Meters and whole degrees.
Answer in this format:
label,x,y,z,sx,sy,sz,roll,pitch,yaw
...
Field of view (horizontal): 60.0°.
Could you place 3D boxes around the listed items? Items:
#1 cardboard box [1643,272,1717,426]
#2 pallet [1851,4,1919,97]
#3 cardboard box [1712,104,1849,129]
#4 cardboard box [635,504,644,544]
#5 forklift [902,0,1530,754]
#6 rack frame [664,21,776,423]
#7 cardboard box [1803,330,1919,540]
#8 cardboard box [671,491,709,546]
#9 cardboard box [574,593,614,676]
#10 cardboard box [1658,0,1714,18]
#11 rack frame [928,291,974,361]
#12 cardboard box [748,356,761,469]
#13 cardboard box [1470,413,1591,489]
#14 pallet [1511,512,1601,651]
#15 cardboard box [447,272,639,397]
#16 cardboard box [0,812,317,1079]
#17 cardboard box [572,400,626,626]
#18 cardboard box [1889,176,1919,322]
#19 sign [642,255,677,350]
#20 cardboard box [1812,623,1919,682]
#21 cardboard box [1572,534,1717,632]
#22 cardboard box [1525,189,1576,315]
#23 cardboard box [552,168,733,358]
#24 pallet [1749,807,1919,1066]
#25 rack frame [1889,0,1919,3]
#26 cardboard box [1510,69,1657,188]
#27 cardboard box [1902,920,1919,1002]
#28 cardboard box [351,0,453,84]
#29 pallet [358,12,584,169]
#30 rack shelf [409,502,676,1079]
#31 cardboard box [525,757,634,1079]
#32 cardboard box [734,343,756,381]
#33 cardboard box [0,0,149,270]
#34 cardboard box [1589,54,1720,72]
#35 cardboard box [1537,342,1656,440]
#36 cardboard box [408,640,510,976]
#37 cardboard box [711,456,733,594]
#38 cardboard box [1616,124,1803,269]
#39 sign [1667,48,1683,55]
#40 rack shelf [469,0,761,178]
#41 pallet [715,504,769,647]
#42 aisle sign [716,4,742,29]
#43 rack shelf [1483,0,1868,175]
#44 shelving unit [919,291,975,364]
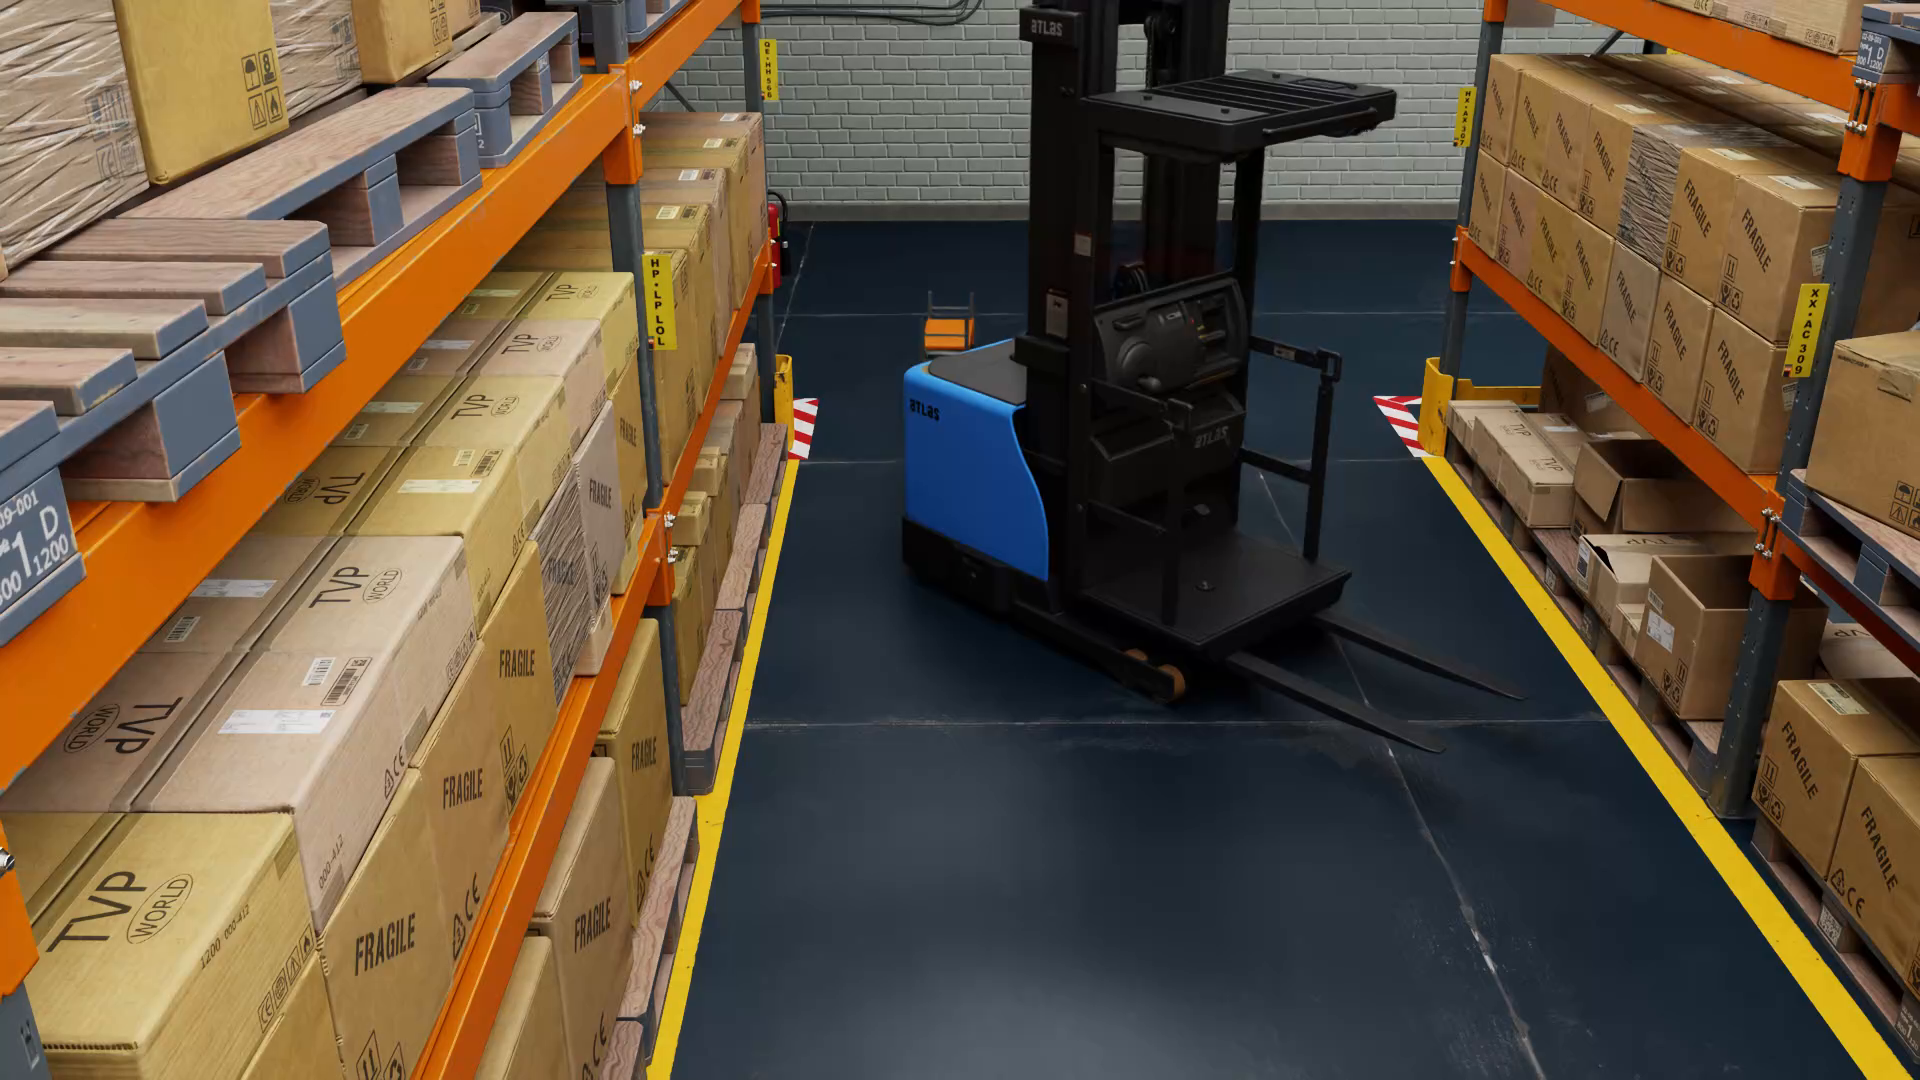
label,x,y,z,sx,sy,sz,roll,pitch,yaw
cardboard box,3.136,-0.781,6.715,0.500,0.500,0.500,0,24,1
pallet,3.342,-1.330,4.638,1.213,0.211,1.003,0,24,-1
cardboard box,3.663,-1.652,7.427,0.500,0.500,0.500,0,24,1
cardboard box,-1.262,-0.051,5.502,0.380,0.149,0.250,0,24,0
forklift,1.073,-0.867,7.109,1.130,2.935,3.031,-21,31,-38
rack frame,-1.592,-1.942,9.404,1.000,3.000,0.127,0,24,-1
cardboard box,3.186,-0.358,5.272,0.700,0.500,0.500,-9,26,-18
cardboard box,-1.275,-0.092,7.051,0.380,0.149,0.250,1,24,1
cardboard box,-1.216,0.269,4.796,0.380,0.149,0.250,0,24,-1
cardboard box,3.125,-2.227,6.577,0.500,0.250,0.500,0,24,-1
rack frame,-0.049,-0.752,8.956,0.240,1.200,0.015,1,24,3
cardboard box,-1.484,-0.707,9.196,0.700,0.500,0.500,0,24,-1
cardboard box,3.089,-0.482,8.979,0.500,0.250,0.500,0,24,-1
pallet,3.382,0.166,8.127,1.003,0.211,1.213,0,24,-1
cardboard box,-1.288,-0.635,5.096,0.500,0.250,0.500,0,24,1
cardboard box,-1.252,0.622,2.317,0.500,0.250,0.500,0,24,1
cardboard box,-1.276,-0.085,4.791,0.500,0.500,0.500,0,24,0
cardboard box,3.681,-1.014,6.018,0.500,0.500,0.500,0,24,1
sign,-1.006,-0.792,5.552,0.100,0.325,0.005,0,24,-1
cardboard box,3.617,0.533,6.661,0.500,0.311,0.500,0,24,-1
cardboard box,3.107,0.164,7.476,0.500,0.311,0.500,0,24,-1
cardboard box,3.116,-1.408,8.102,0.500,0.500,0.500,0,24,-1
cardboard box,-1.558,-1.255,7.520,0.980,0.700,0.700,-1,24,-3
pallet,3.452,1.288,5.647,1.003,0.211,1.213,0,24,-1
rack frame,3.405,-3.051,4.576,1.000,3.000,0.127,0,24,-1
cardboard box,3.116,-2.068,8.347,0.500,0.500,0.500,0,24,0
cardboard box,3.181,1.247,4.853,0.500,0.500,0.500,0,24,0
cardboard box,-1.578,-1.314,3.721,0.700,0.500,0.500,-1,24,-2
pallet,-1.489,-1.196,4.346,0.805,0.209,1.217,-1,24,-3
rack shelf,-1.527,0.858,4.086,1.077,0.370,4.000,0,24,-1
cardboard box,-1.399,1.128,4.716,0.750,0.750,0.750,0,24,1
cardboard box,-1.301,-0.950,8.947,0.380,0.149,0.250,-1,24,-1
cardboard box,-1.626,-0.676,2.310,0.700,0.500,0.500,-2,24,-3
cardboard box,3.641,-2.285,8.828,0.500,0.500,0.500,0,24,-1
cardboard box,3.613,-0.805,9.388,0.500,0.500,0.500,0,24,-1
cardboard box,-1.255,0.542,3.404,0.500,0.500,0.500,0,24,-1
cardboard box,-1.460,-0.074,7.796,0.700,0.500,0.500,0,24,1
cardboard box,3.127,-1.445,6.970,0.500,0.500,0.500,0,24,0
sign,3.916,-2.632,9.140,0.100,0.325,0.005,0,24,-1
rack shelf,-1.570,-2.157,7.112,1.077,0.370,4.000,0,24,-1
pallet,-1.495,0.159,8.142,1.003,0.211,1.213,0,24,-1
aisle sign,-1.293,-3.158,8.937,0.394,0.787,0.004,0,24,-1
rack shelf,3.383,-2.181,7.165,1.077,0.370,4.000,0,24,-1
shelving unit,-0.062,-0.651,8.734,0.258,1.200,0.503,1,24,3
